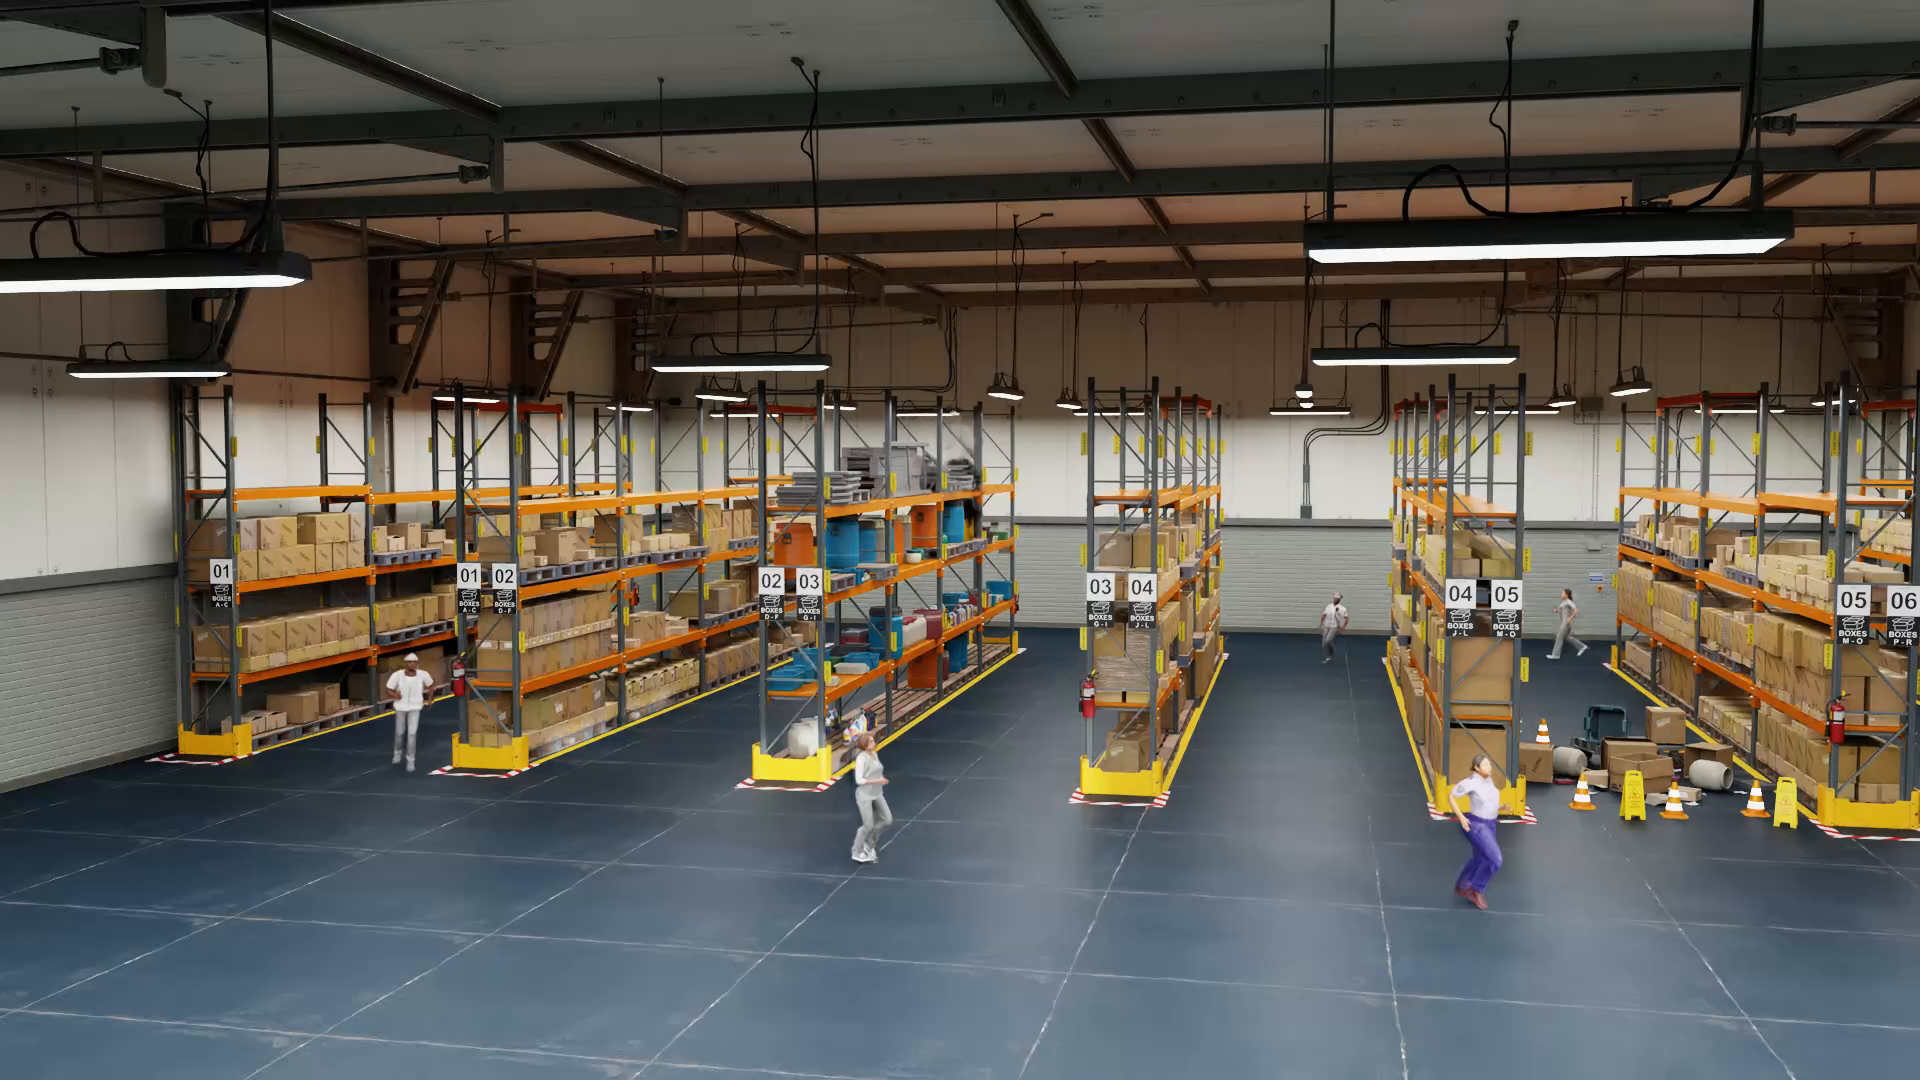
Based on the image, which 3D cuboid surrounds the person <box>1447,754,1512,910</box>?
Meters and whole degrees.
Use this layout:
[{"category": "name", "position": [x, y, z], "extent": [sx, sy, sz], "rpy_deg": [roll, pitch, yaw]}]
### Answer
[{"category": "person", "position": [5.688, 3.180, 18.120], "extent": [0.681, 1.658, 0.577], "rpy_deg": [3, 4, 43]}]

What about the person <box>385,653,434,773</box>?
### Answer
[{"category": "person", "position": [-8.585, 2.659, 25.929], "extent": [0.717, 1.803, 0.839], "rpy_deg": [-1, 3, -17]}]

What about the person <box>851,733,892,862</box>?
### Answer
[{"category": "person", "position": [-1.045, 3.090, 19.898], "extent": [0.596, 1.575, 0.517], "rpy_deg": [2, 4, 33]}]

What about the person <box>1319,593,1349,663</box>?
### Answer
[{"category": "person", "position": [8.589, 2.039, 38.442], "extent": [0.540, 1.647, 0.633], "rpy_deg": [-3, 4, -43]}]

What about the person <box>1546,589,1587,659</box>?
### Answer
[{"category": "person", "position": [14.266, 1.976, 39.036], "extent": [0.926, 1.629, 0.572], "rpy_deg": [1, 3, 11]}]
